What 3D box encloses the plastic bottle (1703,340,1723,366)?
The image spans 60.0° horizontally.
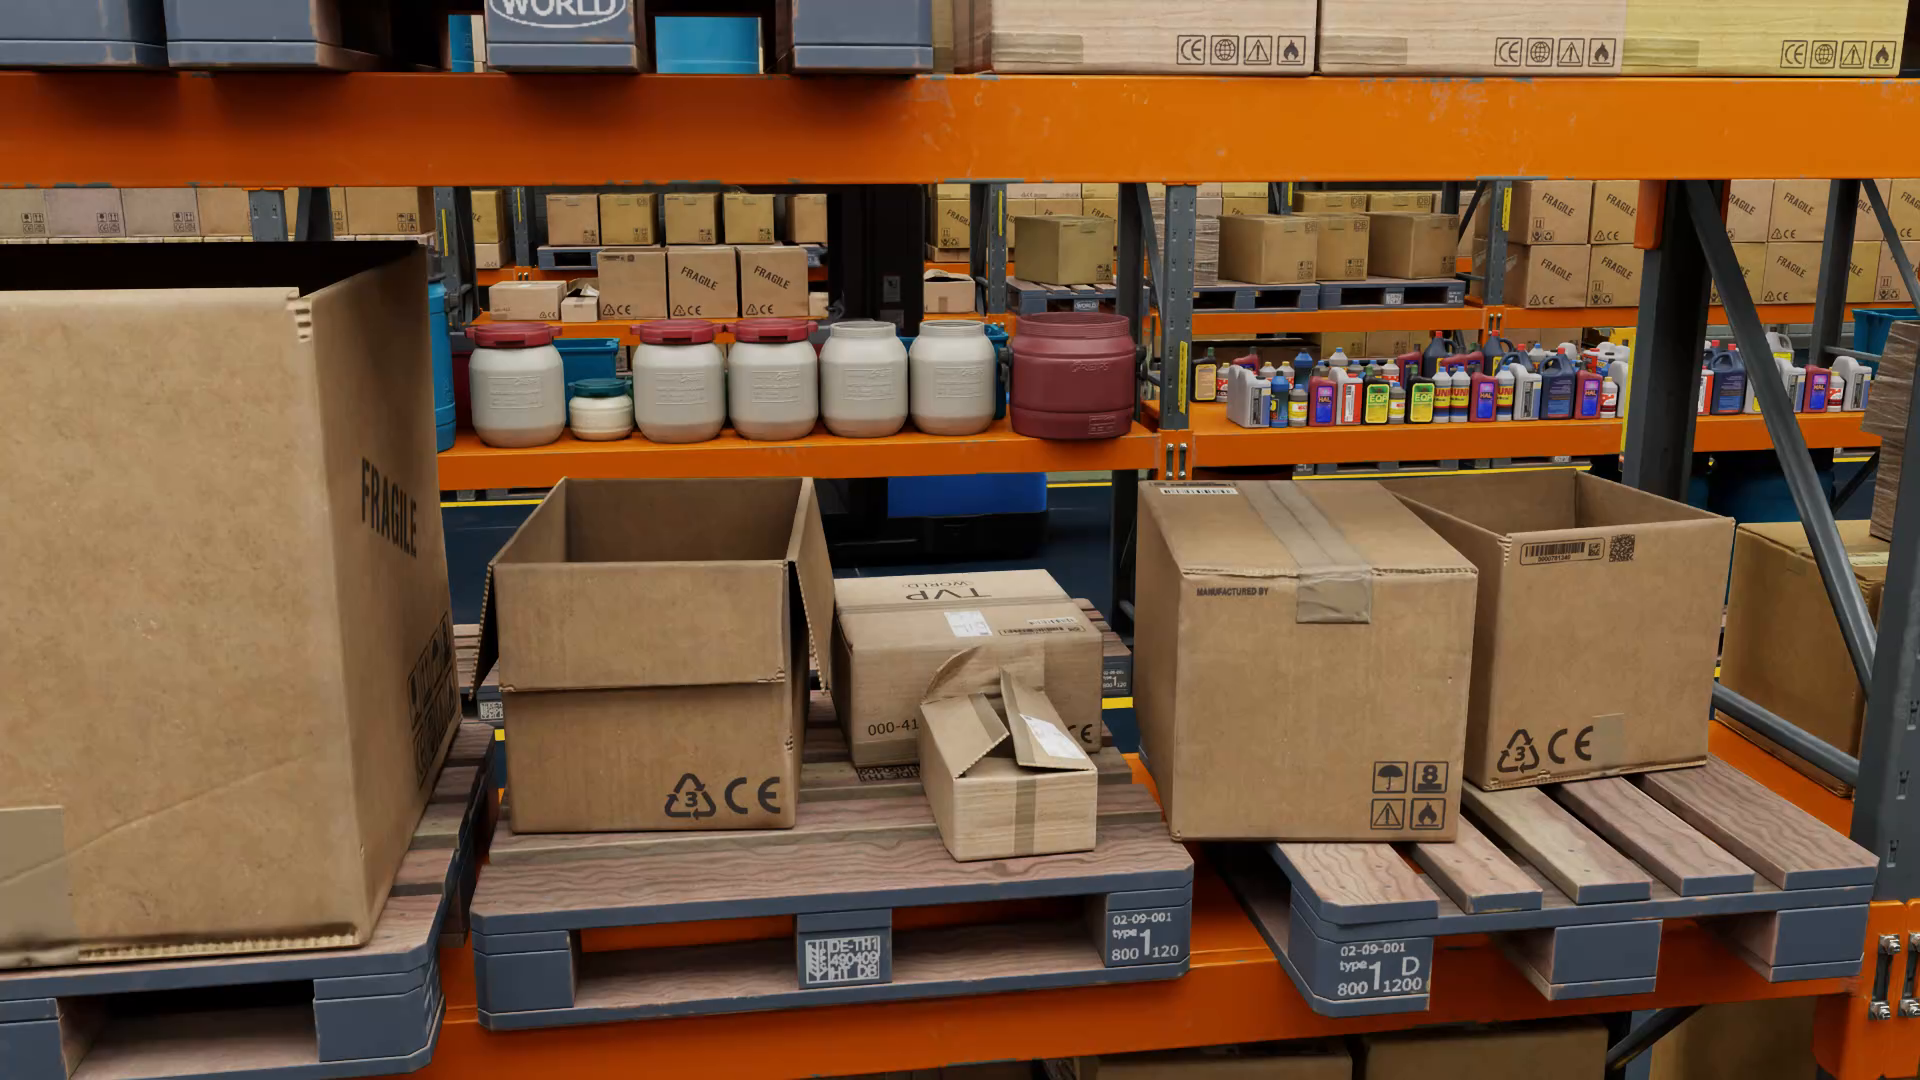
[{"bbox_3d":[3.838,-0.848,8.537,0.185,0.351,0.144,-2,14,-8],"label":"plastic bottle"}]

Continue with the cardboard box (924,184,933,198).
[{"bbox_3d":[-0.119,-3.839,17.962,0.500,0.250,0.500,-2,14,-7],"label":"cardboard box"}]

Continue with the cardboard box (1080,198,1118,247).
[{"bbox_3d":[1.514,-3.407,17.784,0.500,0.500,0.500,-2,14,-7],"label":"cardboard box"}]

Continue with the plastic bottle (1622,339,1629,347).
[{"bbox_3d":[3.598,-0.956,9.108,0.133,0.283,0.061,-2,14,-8],"label":"plastic bottle"}]

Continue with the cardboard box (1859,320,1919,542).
[{"bbox_3d":[2.411,-0.177,3.493,0.637,0.503,0.797,-2,14,-6],"label":"cardboard box"}]

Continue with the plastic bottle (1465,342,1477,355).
[{"bbox_3d":[2.729,-0.924,8.981,0.133,0.283,0.061,-2,14,-8],"label":"plastic bottle"}]

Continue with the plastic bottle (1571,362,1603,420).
[{"bbox_3d":[3.117,-0.743,8.257,0.133,0.283,0.061,-2,14,-8],"label":"plastic bottle"}]

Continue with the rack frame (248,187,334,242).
[{"bbox_3d":[-3.008,-0.666,7.710,0.127,3.000,1.000,-2,14,-8],"label":"rack frame"}]

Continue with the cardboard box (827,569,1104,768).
[{"bbox_3d":[-0.006,0.255,3.483,0.500,0.250,0.500,-3,14,-10],"label":"cardboard box"}]

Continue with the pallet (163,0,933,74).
[{"bbox_3d":[-0.619,-0.873,2.757,1.003,0.211,1.213,-2,14,-8],"label":"pallet"}]

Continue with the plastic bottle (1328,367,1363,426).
[{"bbox_3d":[1.881,-0.705,8.122,0.135,0.276,0.152,-2,14,-8],"label":"plastic bottle"}]

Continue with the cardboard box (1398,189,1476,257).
[{"bbox_3d":[5.406,-3.554,18.609,0.700,0.700,0.980,-3,14,-11],"label":"cardboard box"}]

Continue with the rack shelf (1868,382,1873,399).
[{"bbox_3d":[6.880,-0.679,9.242,4.000,0.370,1.077,-2,14,-8],"label":"rack shelf"}]

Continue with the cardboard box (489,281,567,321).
[{"bbox_3d":[-3.262,-1.813,12.593,0.500,0.250,0.500,-1,14,-5],"label":"cardboard box"}]

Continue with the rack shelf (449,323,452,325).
[{"bbox_3d":[-5.720,-1.436,12.260,4.000,0.370,1.077,-2,14,-8],"label":"rack shelf"}]

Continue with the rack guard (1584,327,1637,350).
[{"bbox_3d":[7.406,-2.272,19.254,0.348,0.500,1.175,-2,14,-8],"label":"rack guard"}]

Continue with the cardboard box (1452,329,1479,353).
[{"bbox_3d":[5.713,-2.389,18.856,0.500,0.500,0.700,-3,14,-10],"label":"cardboard box"}]

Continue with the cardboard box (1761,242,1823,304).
[{"bbox_3d":[6.715,-2.223,13.712,0.500,0.500,0.500,-2,14,-8],"label":"cardboard box"}]

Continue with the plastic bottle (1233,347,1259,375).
[{"bbox_3d":[1.512,-0.880,8.803,0.133,0.283,0.061,-2,14,-8],"label":"plastic bottle"}]

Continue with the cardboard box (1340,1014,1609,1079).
[{"bbox_3d":[1.027,1.048,3.571,0.500,0.250,0.500,-2,14,-6],"label":"cardboard box"}]

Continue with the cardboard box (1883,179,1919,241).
[{"bbox_3d":[7.725,-2.743,13.733,0.500,0.500,0.500,-2,14,-9],"label":"cardboard box"}]

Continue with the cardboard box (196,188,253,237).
[{"bbox_3d":[-5.175,-2.481,12.075,0.500,0.500,0.700,-2,14,-8],"label":"cardboard box"}]

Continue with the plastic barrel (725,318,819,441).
[{"bbox_3d":[-0.876,-0.756,7.790,0.433,0.535,0.433,0,14,0],"label":"plastic barrel"}]

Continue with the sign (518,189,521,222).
[{"bbox_3d":[-4.396,-3.338,16.587,0.005,0.325,0.100,-2,14,-8],"label":"sign"}]

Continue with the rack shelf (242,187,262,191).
[{"bbox_3d":[-4.986,-1.699,7.143,4.000,0.370,1.077,-2,14,-8],"label":"rack shelf"}]

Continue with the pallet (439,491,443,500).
[{"bbox_3d":[-4.535,-0.486,12.726,1.213,0.211,1.003,-2,14,-8],"label":"pallet"}]

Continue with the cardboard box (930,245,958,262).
[{"bbox_3d":[-0.169,-3.038,17.644,0.250,0.149,0.380,-2,14,-9],"label":"cardboard box"}]

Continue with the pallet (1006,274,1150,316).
[{"bbox_3d":[0.873,-1.951,13.228,1.003,0.211,1.213,-2,14,-8],"label":"pallet"}]

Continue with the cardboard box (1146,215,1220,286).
[{"bbox_3d":[1.752,-2.292,13.124,0.500,0.500,0.700,1,14,2],"label":"cardboard box"}]

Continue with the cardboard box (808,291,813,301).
[{"bbox_3d":[-1.806,-2.514,17.773,0.500,0.250,0.500,-2,14,-7],"label":"cardboard box"}]

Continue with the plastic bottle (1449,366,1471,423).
[{"bbox_3d":[2.456,-0.717,8.180,0.097,0.271,0.097,0,14,0],"label":"plastic bottle"}]

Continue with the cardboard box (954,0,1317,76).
[{"bbox_3d":[0.266,-0.886,2.732,0.500,0.250,0.500,-2,14,-7],"label":"cardboard box"}]

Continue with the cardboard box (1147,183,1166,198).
[{"bbox_3d":[1.992,-3.792,17.775,0.500,0.250,0.500,-2,14,-7],"label":"cardboard box"}]

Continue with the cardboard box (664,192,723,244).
[{"bbox_3d":[-2.776,-3.371,17.386,0.500,0.500,0.700,0,14,-1],"label":"cardboard box"}]

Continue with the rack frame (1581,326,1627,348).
[{"bbox_3d":[7.382,-3.484,18.946,0.127,3.000,1.000,-2,14,-8],"label":"rack frame"}]

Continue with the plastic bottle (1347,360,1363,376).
[{"bbox_3d":[2.110,-0.857,8.882,0.097,0.201,0.097,0,14,0],"label":"plastic bottle"}]

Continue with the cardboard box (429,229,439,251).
[{"bbox_3d":[-4.037,-2.257,12.517,0.250,0.149,0.380,-2,14,-8],"label":"cardboard box"}]

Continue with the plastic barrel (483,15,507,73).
[{"bbox_3d":[-1.891,-2.458,7.660,0.600,0.901,0.600,0,14,0],"label":"plastic barrel"}]

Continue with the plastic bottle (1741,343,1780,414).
[{"bbox_3d":[4.042,-0.820,8.425,0.185,0.351,0.144,-2,14,-8],"label":"plastic bottle"}]

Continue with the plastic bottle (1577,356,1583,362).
[{"bbox_3d":[3.354,-0.903,9.064,0.097,0.201,0.097,0,14,0],"label":"plastic bottle"}]

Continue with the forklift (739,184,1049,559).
[{"bbox_3d":[-0.991,-1.368,10.651,3.031,2.935,1.130,-2,14,-9],"label":"forklift"}]

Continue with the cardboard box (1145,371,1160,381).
[{"bbox_3d":[1.615,-1.112,13.725,0.500,0.500,0.500,-3,14,-10],"label":"cardboard box"}]

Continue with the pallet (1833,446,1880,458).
[{"bbox_3d":[7.260,-0.908,14.407,1.213,0.211,1.003,-2,14,-8],"label":"pallet"}]

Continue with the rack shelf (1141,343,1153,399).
[{"bbox_3d":[0.875,-1.144,11.097,0.720,0.370,0.431,-2,14,-9],"label":"rack shelf"}]

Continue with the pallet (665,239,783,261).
[{"bbox_3d":[-2.480,-3.019,17.488,1.213,0.211,1.003,-2,14,-8],"label":"pallet"}]

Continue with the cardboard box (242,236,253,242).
[{"bbox_3d":[-4.986,-2.123,11.980,0.250,0.149,0.380,-2,14,-9],"label":"cardboard box"}]

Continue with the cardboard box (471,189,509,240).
[{"bbox_3d":[-4.980,-3.383,17.269,0.500,0.500,0.500,-2,14,-10],"label":"cardboard box"}]

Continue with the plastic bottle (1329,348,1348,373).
[{"bbox_3d":[2.014,-0.888,8.860,0.097,0.271,0.097,0,14,0],"label":"plastic bottle"}]

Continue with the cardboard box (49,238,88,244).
[{"bbox_3d":[-6.257,-2.076,11.793,0.250,0.149,0.380,-3,14,-10],"label":"cardboard box"}]

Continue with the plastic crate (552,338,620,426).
[{"bbox_3d":[-1.964,-0.773,8.170,0.575,0.384,0.392,-2,14,-8],"label":"plastic crate"}]

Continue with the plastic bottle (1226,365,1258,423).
[{"bbox_3d":[1.401,-0.725,8.201,0.135,0.276,0.152,-2,14,-8],"label":"plastic bottle"}]

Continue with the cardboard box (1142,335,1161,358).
[{"bbox_3d":[1.925,-2.412,18.229,0.750,0.750,0.750,-2,14,-7],"label":"cardboard box"}]

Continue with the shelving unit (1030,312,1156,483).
[{"bbox_3d":[0.875,-0.766,11.192,0.755,1.500,0.431,-2,14,-9],"label":"shelving unit"}]

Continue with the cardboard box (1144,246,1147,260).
[{"bbox_3d":[1.872,-3.111,17.934,0.250,0.149,0.380,-2,14,-10],"label":"cardboard box"}]

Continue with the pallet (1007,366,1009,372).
[{"bbox_3d":[0.262,-1.852,18.171,1.213,0.211,1.003,-2,14,-8],"label":"pallet"}]

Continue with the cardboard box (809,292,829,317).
[{"bbox_3d":[-1.040,-1.821,12.832,0.250,0.149,0.380,-1,14,-4],"label":"cardboard box"}]

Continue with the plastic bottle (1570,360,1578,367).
[{"bbox_3d":[3.280,-0.863,8.904,0.097,0.201,0.097,0,14,0],"label":"plastic bottle"}]

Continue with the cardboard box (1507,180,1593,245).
[{"bbox_3d":[4.676,-2.630,13.282,0.500,0.500,0.500,-2,14,-7],"label":"cardboard box"}]

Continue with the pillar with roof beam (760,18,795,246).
[{"bbox_3d":[-1.302,-5.229,13.573,0.400,9.000,9.100,-2,14,-8],"label":"pillar with roof beam"}]
